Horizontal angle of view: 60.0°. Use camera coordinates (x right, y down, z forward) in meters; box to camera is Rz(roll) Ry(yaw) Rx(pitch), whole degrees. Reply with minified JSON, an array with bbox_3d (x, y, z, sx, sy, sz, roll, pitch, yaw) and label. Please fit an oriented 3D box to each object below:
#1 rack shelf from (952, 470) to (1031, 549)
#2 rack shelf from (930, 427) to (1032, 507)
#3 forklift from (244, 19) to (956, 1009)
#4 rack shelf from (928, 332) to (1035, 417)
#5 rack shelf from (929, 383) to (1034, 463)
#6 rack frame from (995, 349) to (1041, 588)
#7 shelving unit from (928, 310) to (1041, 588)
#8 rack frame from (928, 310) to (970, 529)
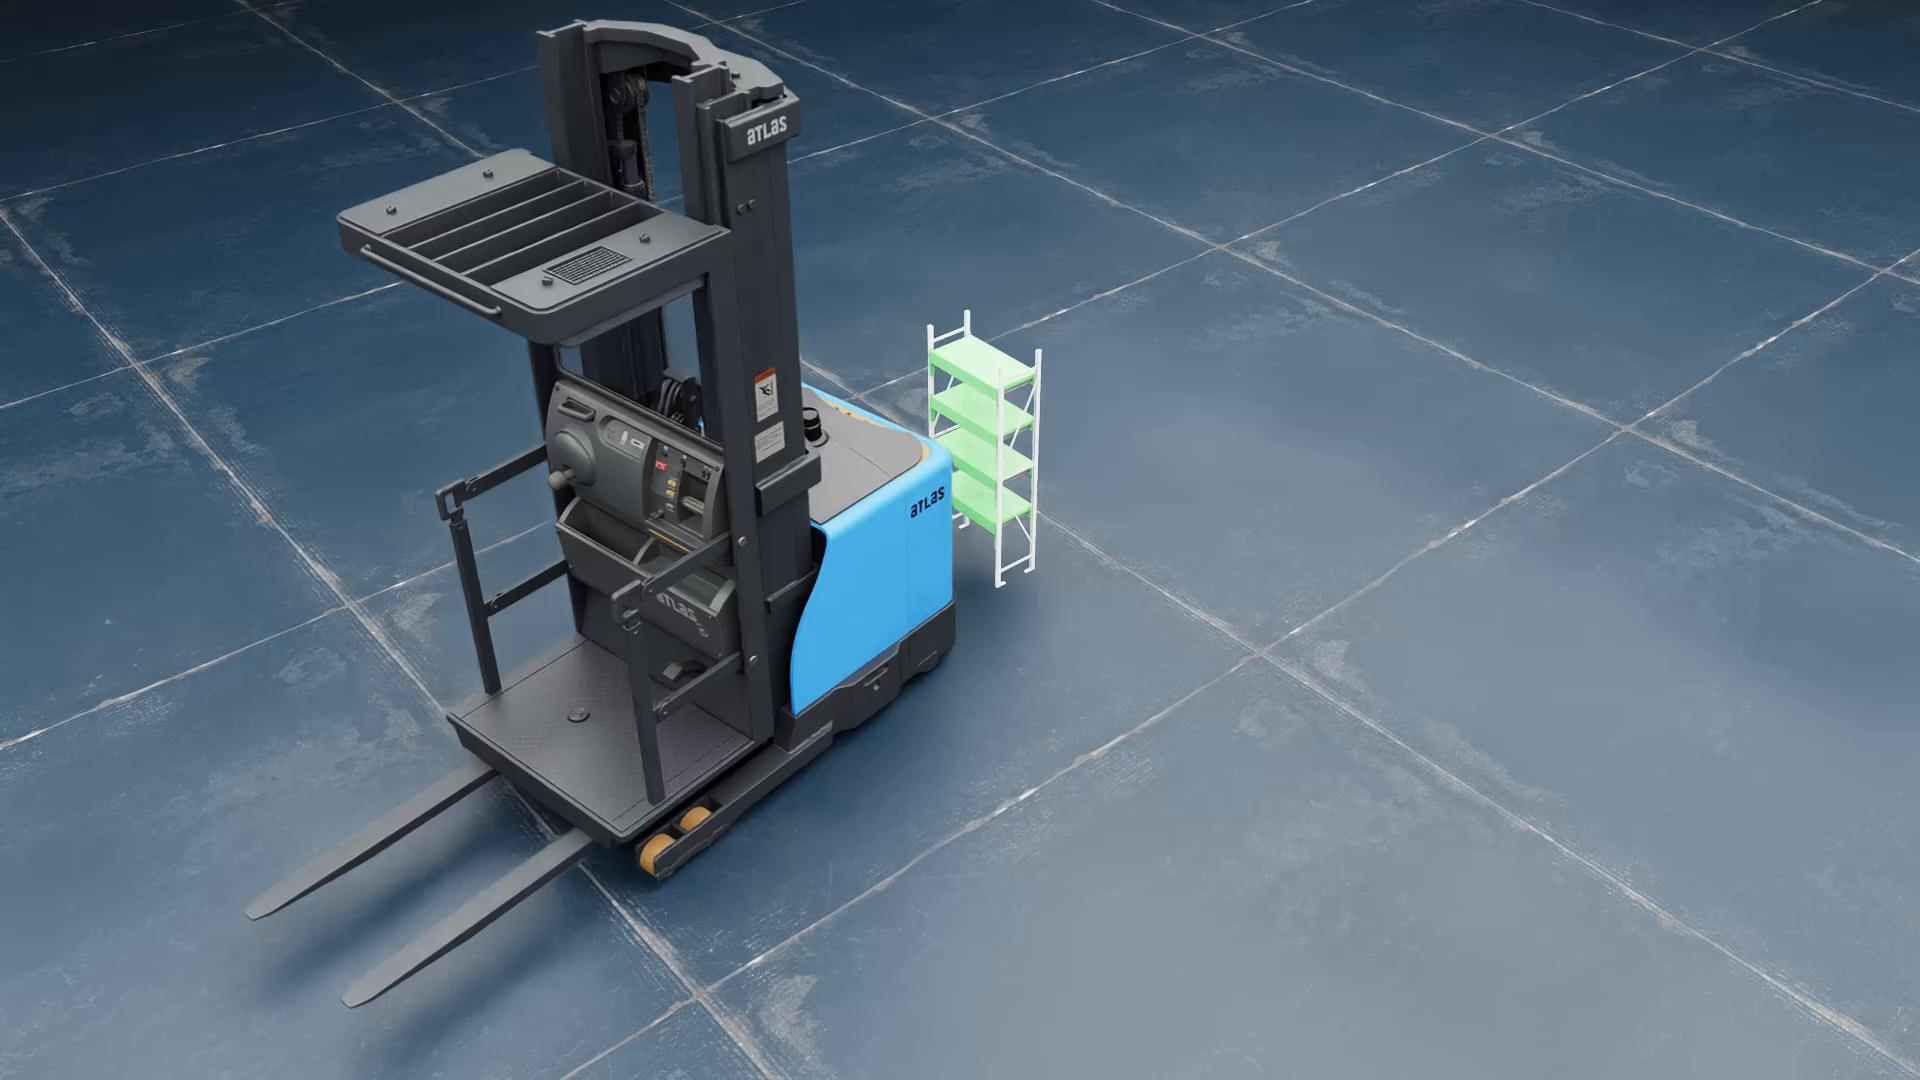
[{"bbox_3d":[0.107,-0.169,7.976,0.258,0.148,0.480,-26,43,-32],"label":"rack shelf"},{"bbox_3d":[0.107,-0.364,7.837,0.258,0.148,0.480,-26,43,-32],"label":"rack shelf"},{"bbox_3d":[-1.349,-0.224,6.031,1.130,2.935,3.031,26,43,32],"label":"forklift"},{"bbox_3d":[0.107,-0.756,7.560,0.258,0.148,0.480,-26,43,-32],"label":"rack shelf"},{"bbox_3d":[0.107,-0.560,7.698,0.258,0.148,0.480,-26,43,-32],"label":"rack shelf"},{"bbox_3d":[0.264,-0.309,7.648,0.240,1.200,0.015,-26,43,-32],"label":"rack frame"},{"bbox_3d":[0.107,-0.417,7.800,0.258,1.200,0.503,-26,43,-32],"label":"shelving unit"},{"bbox_3d":[-0.051,-0.524,7.952,0.240,1.200,0.015,-26,43,-32],"label":"rack frame"}]
